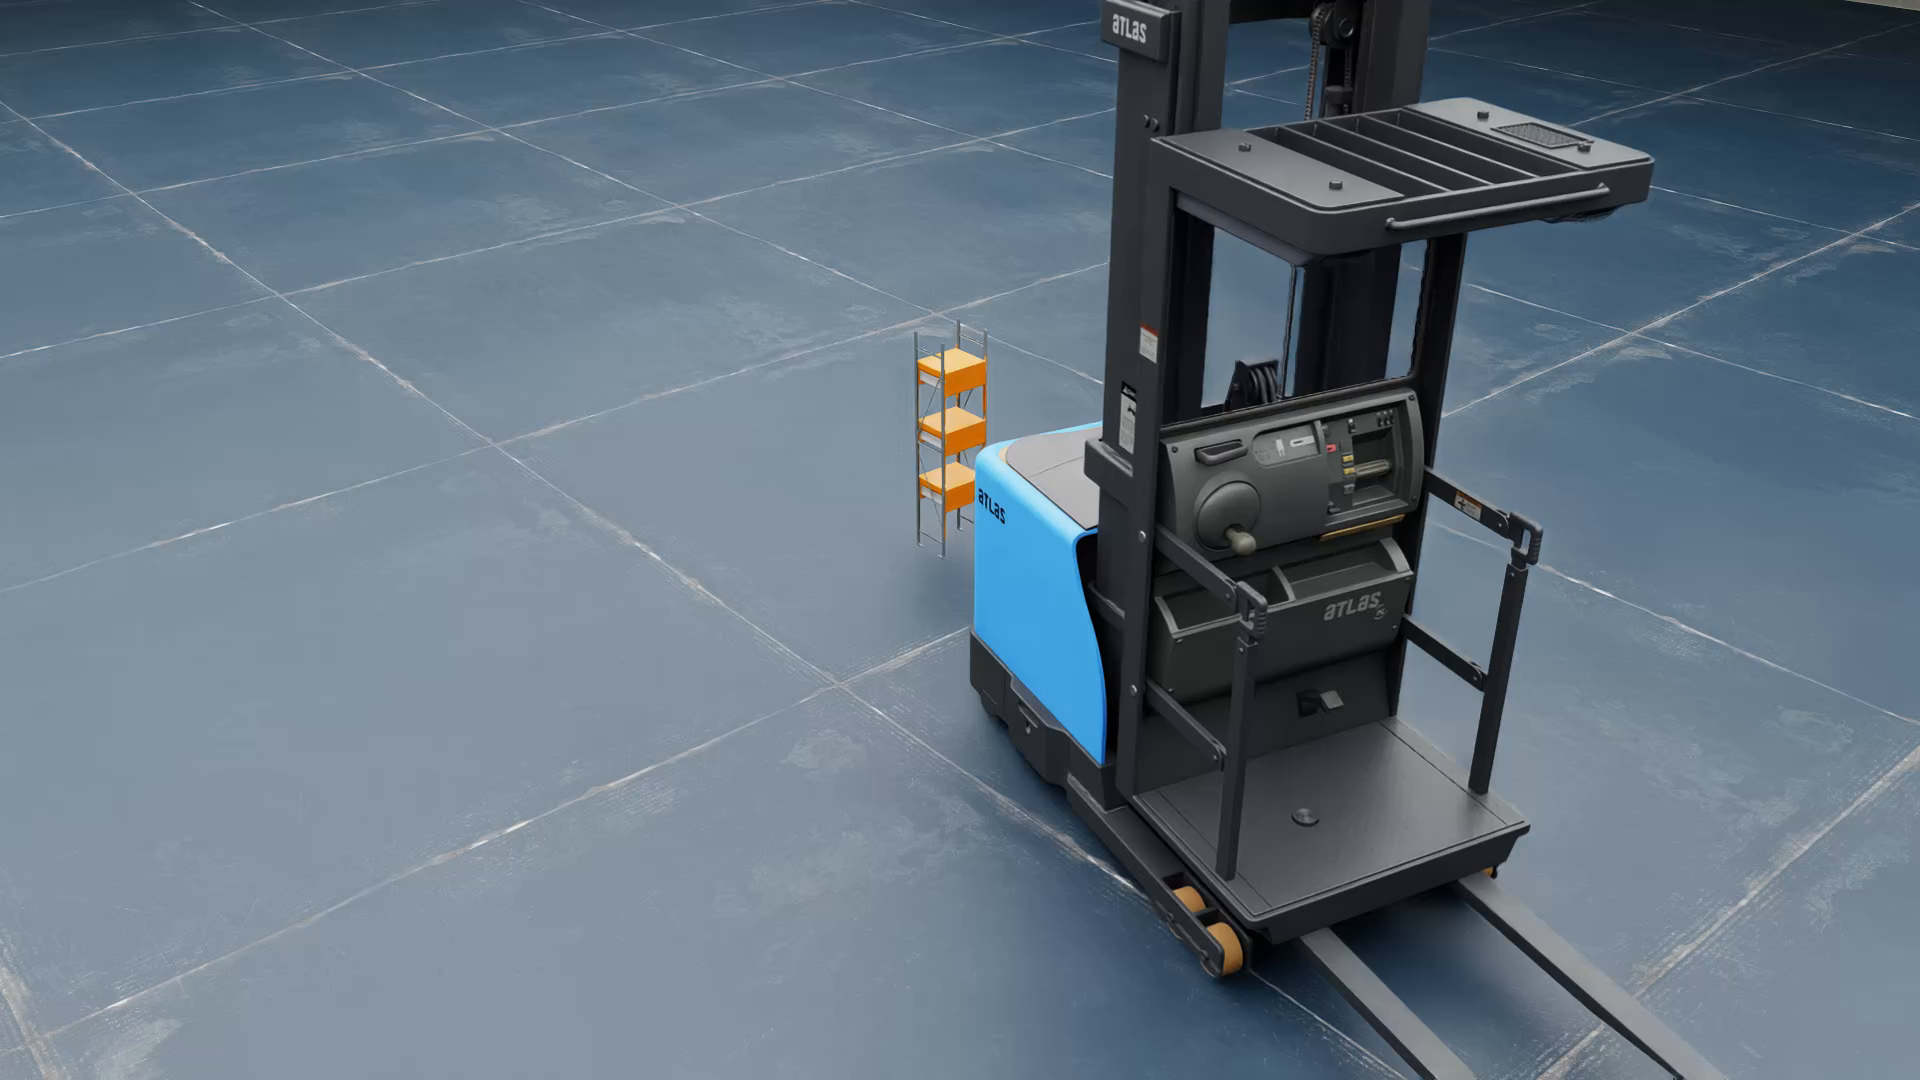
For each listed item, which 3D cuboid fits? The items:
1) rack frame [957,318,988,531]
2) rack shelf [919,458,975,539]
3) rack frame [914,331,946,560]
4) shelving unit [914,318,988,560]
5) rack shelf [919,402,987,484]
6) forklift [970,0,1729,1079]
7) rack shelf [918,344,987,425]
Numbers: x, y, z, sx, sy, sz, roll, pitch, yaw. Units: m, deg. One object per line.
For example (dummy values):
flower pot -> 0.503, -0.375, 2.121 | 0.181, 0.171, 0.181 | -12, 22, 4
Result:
rack frame -> 0.052, -0.484, 7.542 | 0.008, 1.050, 0.200 | -22, 35, -35
rack shelf -> -0.041, -0.192, 7.608 | 0.240, 0.259, 0.215 | -22, 35, -35
rack frame -> -0.134, -0.409, 7.402 | 0.008, 1.050, 0.200 | -22, 35, -35
shelving unit -> -0.041, -0.447, 7.472 | 0.252, 1.050, 0.215 | -22, 35, -35
rack shelf -> -0.041, -0.437, 7.477 | 0.240, 0.259, 0.215 | -22, 35, -35
forklift -> 1.136, -0.166, 4.950 | 1.130, 2.935, 3.031 | -13, 31, -23
rack shelf -> -0.041, -0.688, 7.343 | 0.240, 0.259, 0.215 | -22, 35, -35
